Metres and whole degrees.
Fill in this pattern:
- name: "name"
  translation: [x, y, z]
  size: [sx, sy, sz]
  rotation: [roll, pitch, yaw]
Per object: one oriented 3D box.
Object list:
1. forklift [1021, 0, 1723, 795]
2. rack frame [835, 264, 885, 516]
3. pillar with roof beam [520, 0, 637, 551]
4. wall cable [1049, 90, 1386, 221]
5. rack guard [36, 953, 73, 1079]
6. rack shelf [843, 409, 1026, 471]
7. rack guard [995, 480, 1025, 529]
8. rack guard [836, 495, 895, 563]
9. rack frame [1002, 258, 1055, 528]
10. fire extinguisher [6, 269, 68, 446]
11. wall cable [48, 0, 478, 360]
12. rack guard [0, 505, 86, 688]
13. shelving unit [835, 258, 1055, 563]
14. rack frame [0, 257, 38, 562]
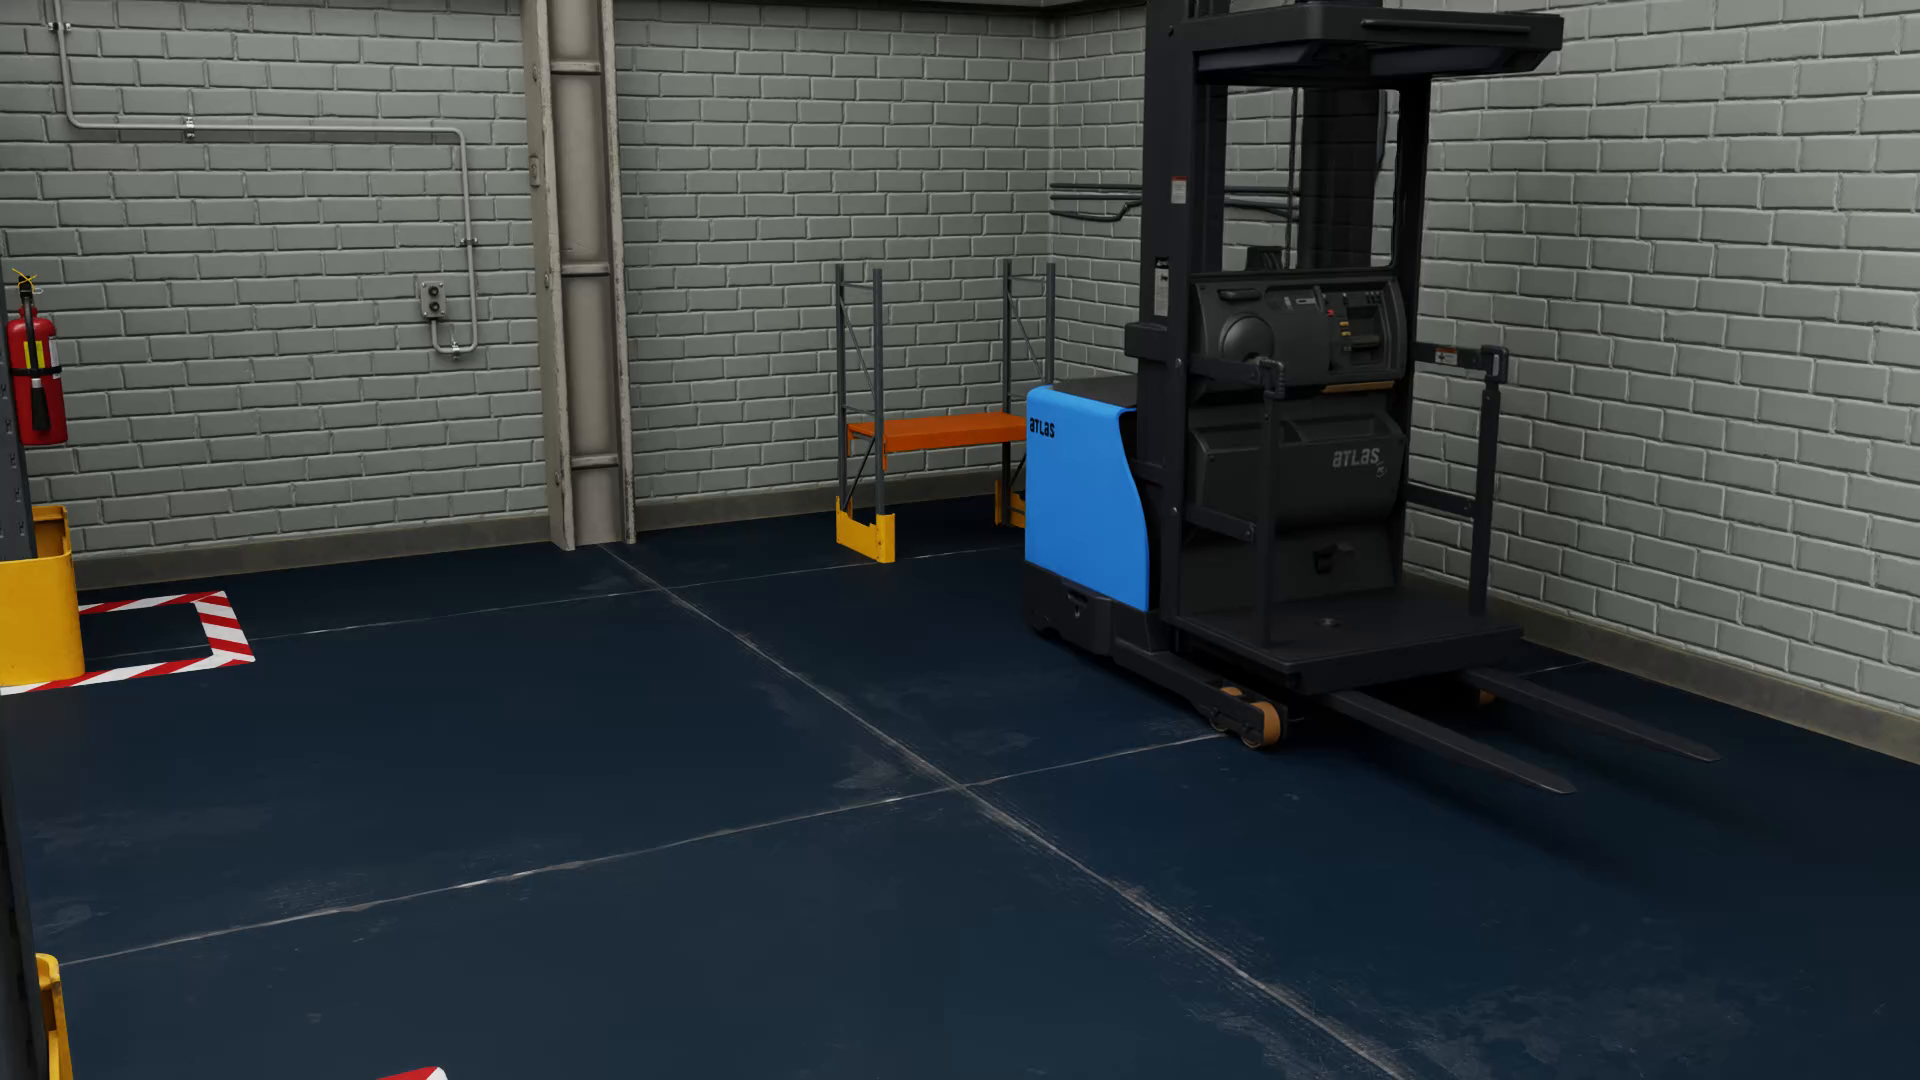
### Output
- name: "forklift"
  translation: [1.377, -0.807, 6.017]
  size: [1.130, 2.935, 3.031]
  rotation: [-6, 14, -26]
- name: "rack frame"
  translation: [-0.521, -0.669, 8.667]
  size: [0.032, 1.500, 0.500]
  rotation: [-7, 14, -28]
- name: "pillar with roof beam"
  translation: [0.061, -3.553, 4.403]
  size: [0.400, 9.000, 9.100]
  rotation: [-7, 14, -28]
- name: "wall cable"
  translation: [1.178, -2.943, 8.765]
  size: [0.112, 2.526, 3.097]
  rotation: [-7, 14, -28]
- name: "rack guard"
  translation: [-1.647, 1.176, 2.744]
  size: [0.348, 0.500, 1.175]
  rotation: [-7, 14, -28]
- name: "rack shelf"
  translation: [-0.075, -0.547, 8.944]
  size: [1.000, 0.185, 0.538]
  rotation: [-7, 14, -28]
- name: "rack guard"
  translation: [0.370, -0.166, 9.279]
  size: [0.087, 0.250, 0.587]
  rotation: [-7, 14, -28]
- name: "rack guard"
  translation: [-0.504, -0.062, 8.813]
  size: [0.087, 0.250, 0.587]
  rotation: [-7, 14, -28]
- name: "rack frame"
  translation: [0.371, -0.776, 9.142]
  size: [0.032, 1.500, 0.500]
  rotation: [-7, 14, -28]
- name: "fire extinguisher"
  translation: [-3.604, -0.713, 6.470]
  size: [0.183, 0.674, 0.296]
  rotation: [-7, 14, -28]
- name: "wall cable"
  translation: [-3.287, -1.818, 8.042]
  size: [1.851, 1.984, 0.084]
  rotation: [-7, 14, -28]
- name: "rack guard"
  translation: [-3.936, 0.212, 7.031]
  size: [0.348, 0.500, 1.175]
  rotation: [-7, 14, -28]
- name: "shelving unit"
  translation: [-0.067, -0.724, 8.909]
  size: [1.083, 1.500, 0.587]
  rotation: [-7, 14, -28]
- name: "rack frame"
  translation: [-3.957, -1.005, 6.745]
  size: [0.127, 3.000, 1.000]
  rotation: [-7, 14, -28]
